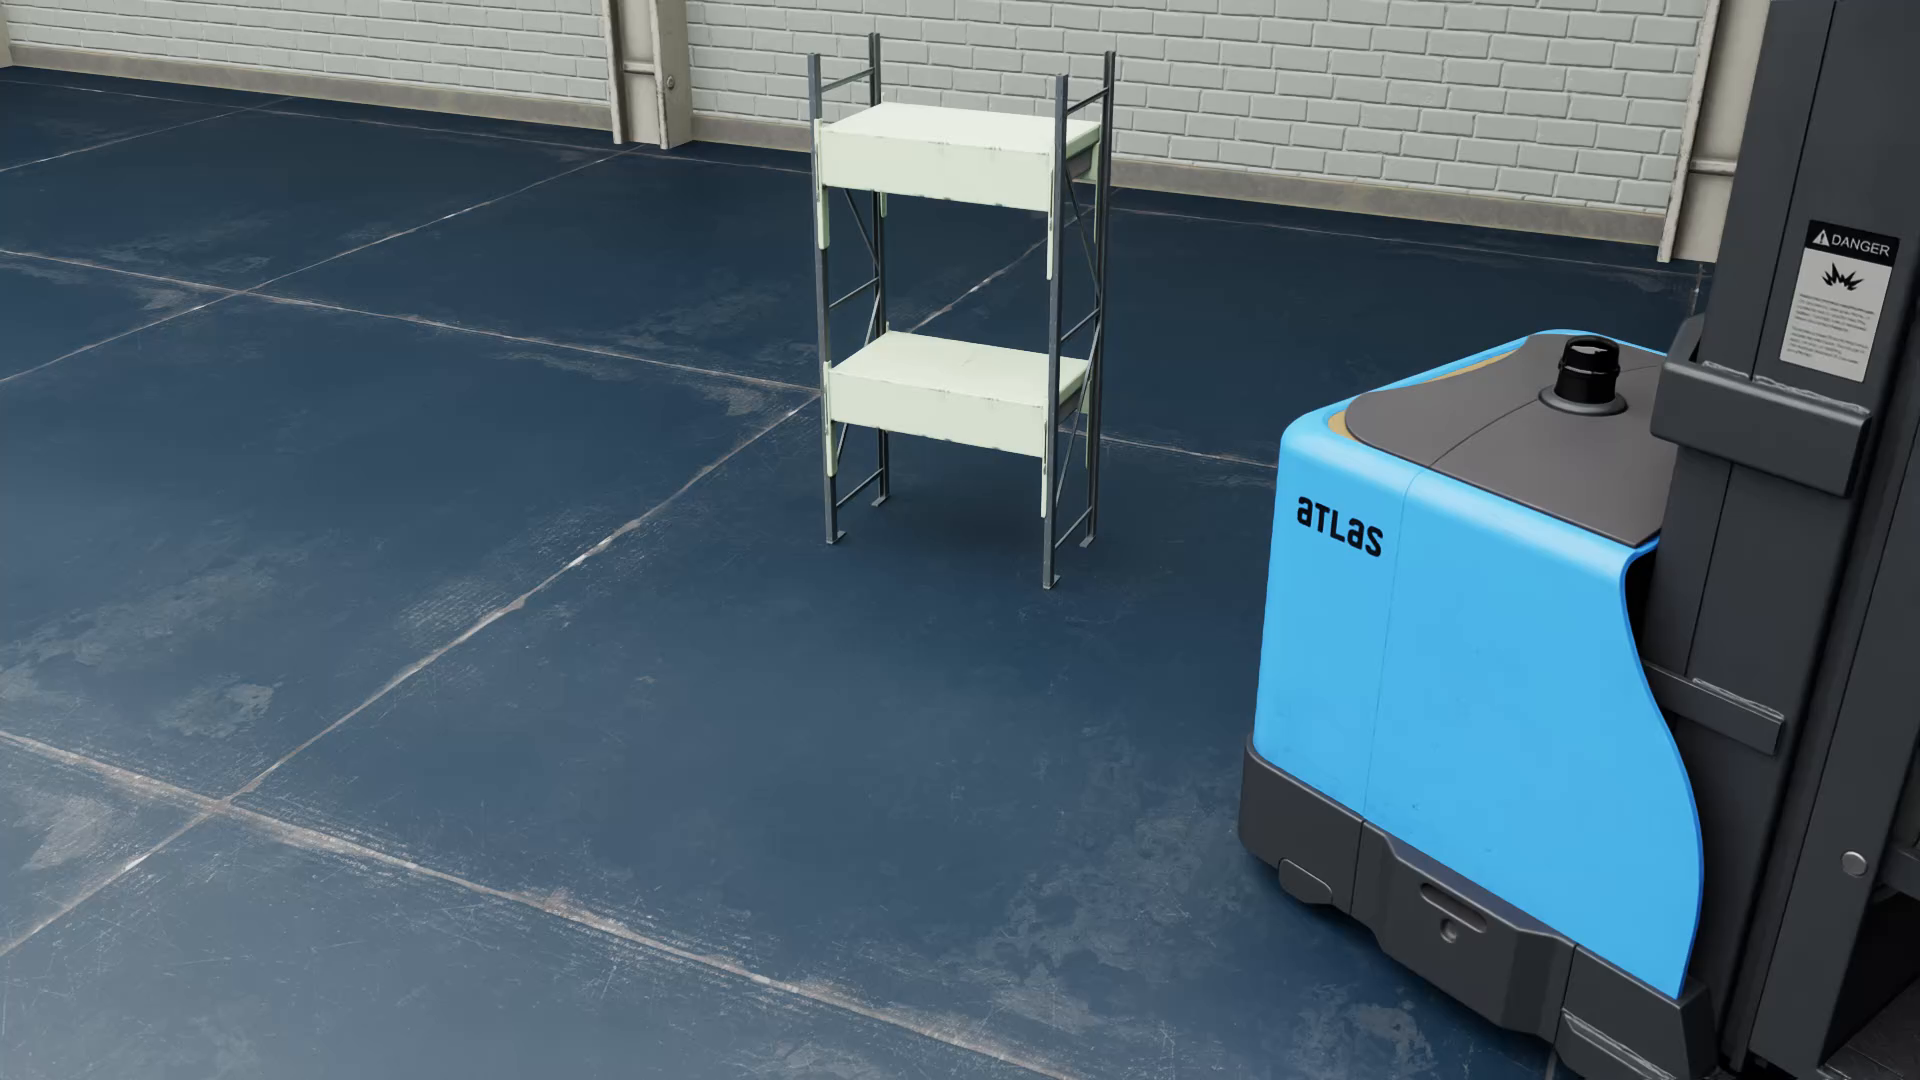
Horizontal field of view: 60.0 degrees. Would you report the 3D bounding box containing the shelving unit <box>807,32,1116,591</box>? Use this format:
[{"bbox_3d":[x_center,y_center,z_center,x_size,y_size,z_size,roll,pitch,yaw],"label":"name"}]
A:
[{"bbox_3d":[0.006,-0.672,4.916,0.755,1.500,0.431,11,28,22],"label":"shelving unit"}]

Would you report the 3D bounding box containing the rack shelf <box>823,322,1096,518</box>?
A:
[{"bbox_3d":[0.006,-0.379,5.060,0.720,0.370,0.431,11,28,22],"label":"rack shelf"}]

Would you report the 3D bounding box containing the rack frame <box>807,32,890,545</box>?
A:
[{"bbox_3d":[-0.327,-0.739,5.052,0.023,1.500,0.400,11,28,22],"label":"rack frame"}]

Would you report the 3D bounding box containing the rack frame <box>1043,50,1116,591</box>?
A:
[{"bbox_3d":[0.339,-0.605,4.780,0.023,1.500,0.400,11,28,22],"label":"rack frame"}]

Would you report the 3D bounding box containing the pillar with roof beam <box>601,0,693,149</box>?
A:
[{"bbox_3d":[-3.663,-4.764,4.738,0.400,9.000,9.100,11,28,22],"label":"pillar with roof beam"}]

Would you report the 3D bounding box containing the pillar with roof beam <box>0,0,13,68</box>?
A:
[{"bbox_3d":[-9.125,-5.861,6.967,0.400,9.000,9.100,11,28,22],"label":"pillar with roof beam"}]

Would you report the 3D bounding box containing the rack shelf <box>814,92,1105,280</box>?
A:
[{"bbox_3d":[0.006,-1.022,4.744,0.720,0.370,0.431,11,28,22],"label":"rack shelf"}]

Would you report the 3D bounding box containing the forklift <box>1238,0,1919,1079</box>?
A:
[{"bbox_3d":[1.935,-0.214,2.367,1.130,2.935,3.031,-19,32,-34],"label":"forklift"}]

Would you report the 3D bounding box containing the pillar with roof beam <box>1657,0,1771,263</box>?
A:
[{"bbox_3d":[1.799,-3.667,2.510,0.400,9.000,9.100,11,28,22],"label":"pillar with roof beam"}]
